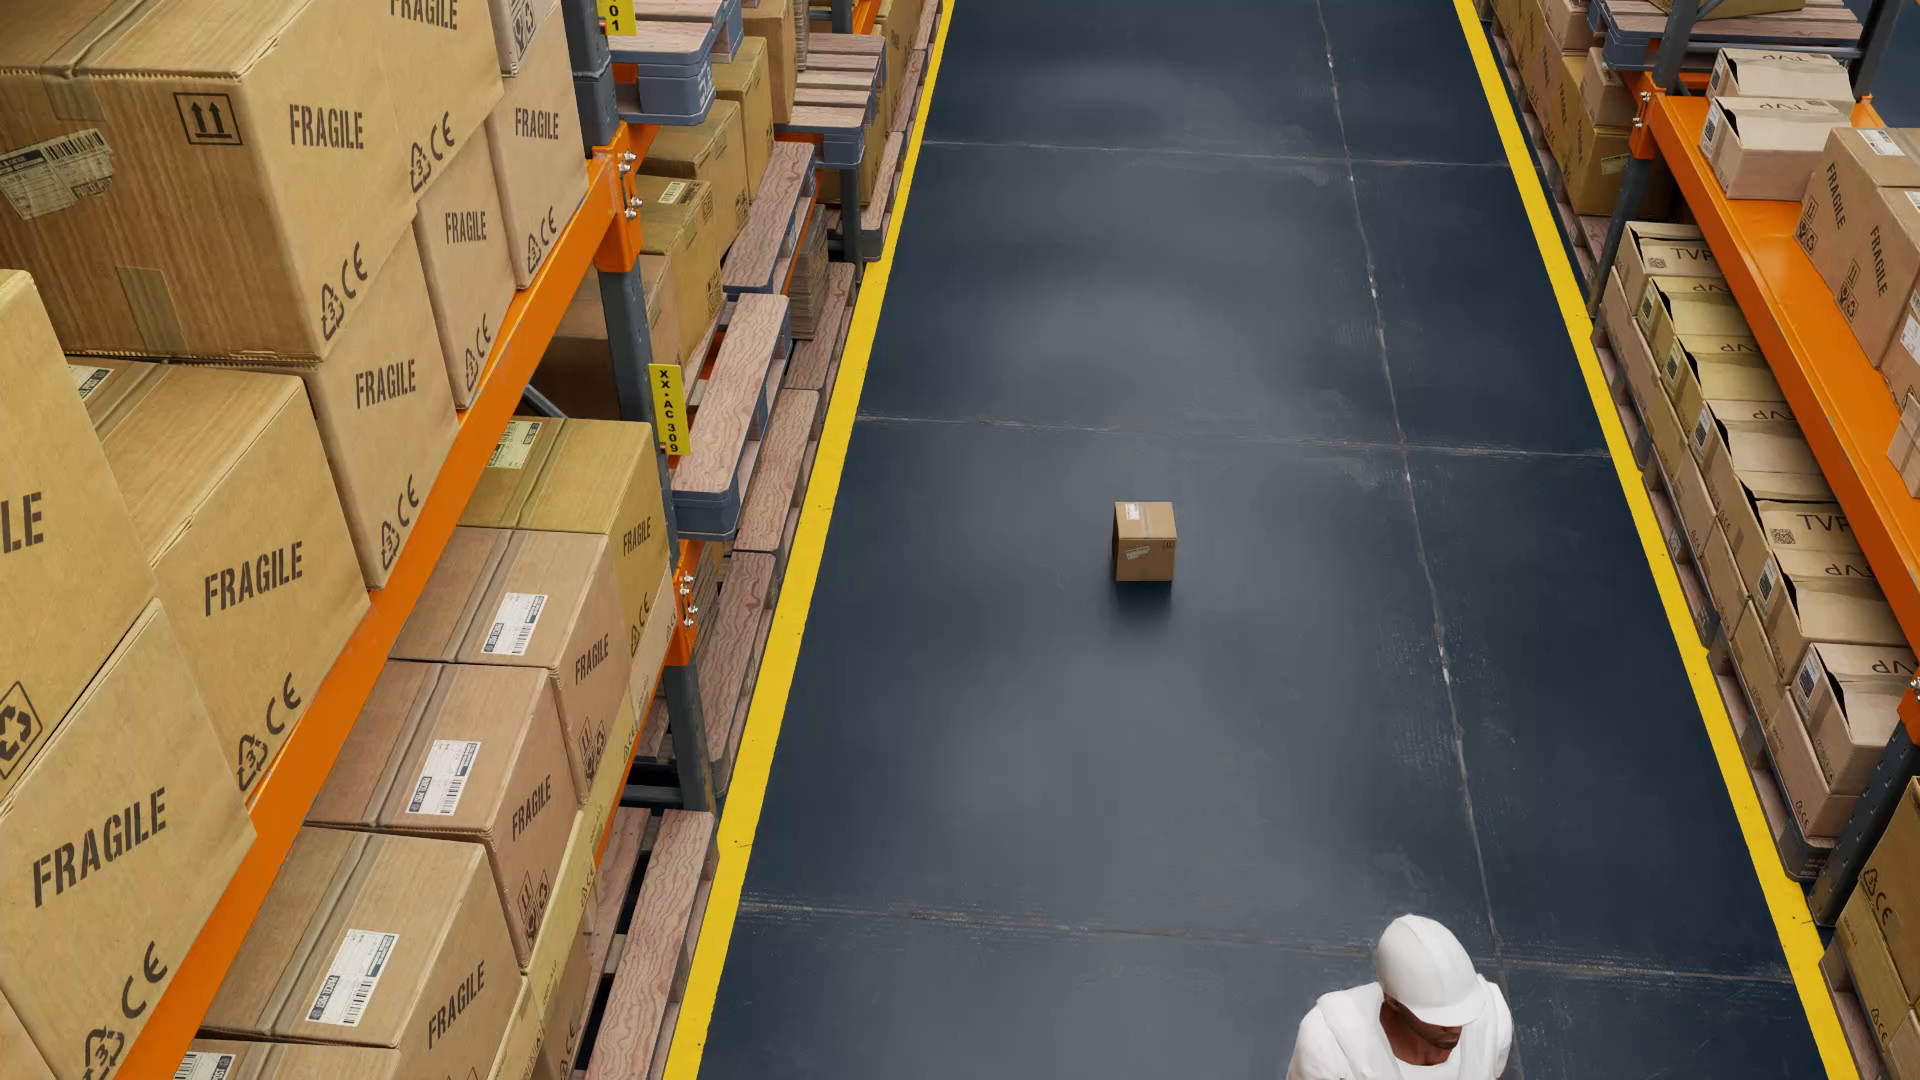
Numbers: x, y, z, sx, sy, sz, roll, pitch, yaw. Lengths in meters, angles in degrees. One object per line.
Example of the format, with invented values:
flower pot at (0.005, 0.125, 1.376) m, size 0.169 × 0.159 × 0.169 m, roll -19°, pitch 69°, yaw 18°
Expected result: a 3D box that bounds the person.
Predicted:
person at (1.074, 1.562, 4.229) m, size 0.567 × 1.758 × 0.531 m, roll -6°, pitch 40°, yaw -7°
